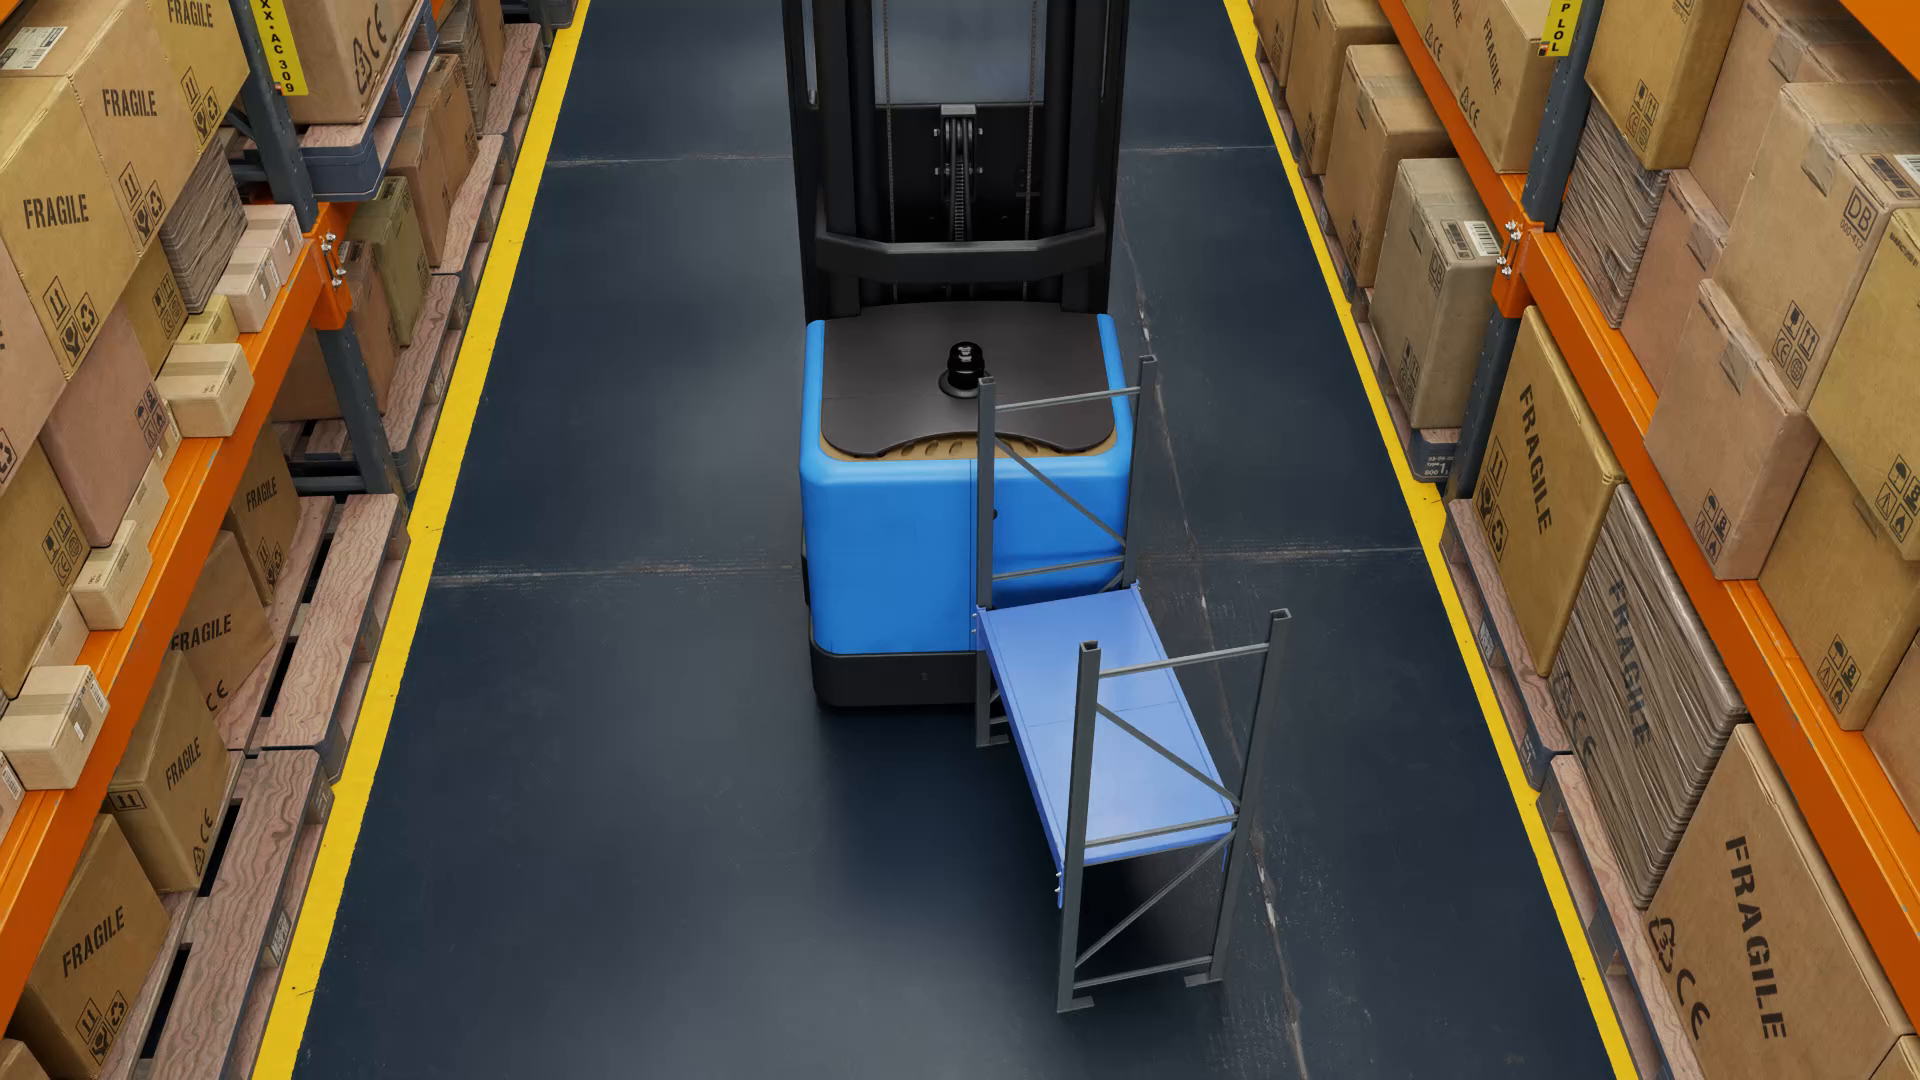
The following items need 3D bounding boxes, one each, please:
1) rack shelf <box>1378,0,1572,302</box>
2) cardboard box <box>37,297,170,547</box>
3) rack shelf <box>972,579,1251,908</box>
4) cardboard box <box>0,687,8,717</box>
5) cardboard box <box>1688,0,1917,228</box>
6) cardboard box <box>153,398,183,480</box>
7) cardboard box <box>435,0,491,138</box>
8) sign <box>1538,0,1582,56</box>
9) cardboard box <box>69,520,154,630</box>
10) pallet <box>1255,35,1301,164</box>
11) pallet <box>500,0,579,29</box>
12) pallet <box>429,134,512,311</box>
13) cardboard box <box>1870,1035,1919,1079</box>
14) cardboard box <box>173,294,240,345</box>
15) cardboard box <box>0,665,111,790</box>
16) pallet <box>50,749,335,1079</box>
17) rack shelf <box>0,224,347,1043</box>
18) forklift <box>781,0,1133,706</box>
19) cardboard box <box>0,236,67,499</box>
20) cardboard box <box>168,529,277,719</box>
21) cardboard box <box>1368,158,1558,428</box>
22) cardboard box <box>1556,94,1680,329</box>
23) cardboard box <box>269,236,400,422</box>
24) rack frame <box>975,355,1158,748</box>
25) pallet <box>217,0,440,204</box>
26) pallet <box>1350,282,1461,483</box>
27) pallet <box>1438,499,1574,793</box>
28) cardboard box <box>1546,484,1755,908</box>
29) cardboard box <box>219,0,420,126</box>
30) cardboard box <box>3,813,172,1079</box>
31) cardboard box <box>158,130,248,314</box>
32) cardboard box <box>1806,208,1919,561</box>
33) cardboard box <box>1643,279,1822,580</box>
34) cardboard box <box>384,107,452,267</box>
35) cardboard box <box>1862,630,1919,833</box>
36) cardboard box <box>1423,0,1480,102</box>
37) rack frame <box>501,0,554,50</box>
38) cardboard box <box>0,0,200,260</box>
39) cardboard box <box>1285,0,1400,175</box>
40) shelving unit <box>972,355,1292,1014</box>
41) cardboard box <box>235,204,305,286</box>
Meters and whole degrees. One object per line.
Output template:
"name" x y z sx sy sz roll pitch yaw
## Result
"rack shelf" 2.274 -2.312 7.084 1.077 0.370 4.000 -2 43 -2
"cardboard box" -2.535 -0.320 4.085 0.875 0.500 0.500 -2 43 -2
"rack shelf" 0.407 0.556 4.800 0.538 0.185 1.000 -9 43 -9
"cardboard box" -2.546 0.356 3.347 0.875 0.500 0.500 -2 43 -2
"cardboard box" 2.480 -1.062 4.279 0.875 0.550 0.550 -2 43 -2
"cardboard box" -2.345 -0.246 4.484 0.380 0.149 0.250 -2 43 -2
"cardboard box" -2.686 -2.268 8.029 0.700 0.500 0.500 -5 43 -5
"sign" 1.817 -1.602 4.980 0.100 0.325 0.005 -2 43 -2
"cardboard box" -2.249 0.090 4.118 0.380 0.149 0.250 -2 43 -2
"pallet" 2.147 -2.365 8.674 1.003 0.211 1.213 -2 43 -2
"pallet" -2.729 -3.359 9.759 1.003 0.211 1.213 -2 43 -2
"pallet" -2.690 -1.476 7.704 1.003 0.211 1.213 -2 43 -2
"cardboard box" 2.434 1.646 3.496 0.875 0.875 0.875 -1 43 -2
"cardboard box" -2.346 -0.584 4.853 0.380 0.149 0.250 -2 43 -2
"cardboard box" -2.172 0.426 3.752 0.380 0.149 0.250 -2 43 -2
"pallet" -2.482 1.153 4.835 1.003 0.211 1.213 -2 43 -2
"rack shelf" -2.516 0.463 4.058 1.077 0.370 4.000 -2 43 -2
"forklift" -0.024 -1.506 5.724 1.130 2.935 3.031 -1 43 -2
"cardboard box" -2.246 -0.359 3.388 0.500 0.500 0.500 -2 43 -2
"cardboard box" -2.592 0.272 5.273 0.500 0.500 0.500 11 44 12
"cardboard box" 2.243 -0.969 6.441 1.050 0.750 0.750 -2 43 -2
"cardboard box" 2.387 -1.033 5.046 0.875 0.550 0.550 -2 43 -2
"cardboard box" -2.605 -0.808 6.436 0.700 0.500 0.500 -5 43 -5
"rack frame" 0.296 0.088 5.044 0.500 1.500 0.032 -9 43 -9
"pallet" -2.488 -1.602 5.920 1.003 0.211 1.213 -2 43 -2
"pallet" 2.251 -0.717 6.877 1.003 0.211 1.213 -2 43 -2
"pallet" 2.313 0.317 5.748 1.003 0.211 1.213 -2 43 -2
"cardboard box" 2.358 0.437 4.815 0.875 0.875 0.875 -1 43 -1
"cardboard box" -2.495 -2.069 5.532 1.000 1.000 1.000 -1 43 -2
"cardboard box" -2.508 1.067 4.406 0.500 0.500 0.500 2 43 2
"cardboard box" -2.643 -0.994 4.820 0.875 0.500 0.500 -2 43 -2
"cardboard box" 2.396 -0.336 3.486 0.875 0.550 0.500 -2 43 -2
"cardboard box" 2.338 -0.295 4.241 0.875 0.550 0.550 -2 43 -2
"cardboard box" -2.631 -1.509 7.200 0.700 0.500 0.500 -5 43 -5
"cardboard box" 2.524 0.417 3.464 0.875 0.550 0.550 -2 43 -2
"cardboard box" 2.048 -1.949 6.083 0.500 0.500 0.500 -2 43 -2
"rack frame" -2.771 -3.853 8.234 1.000 3.000 0.127 -2 43 -2
"cardboard box" -2.284 -1.034 4.124 0.500 0.500 0.500 -2 43 -2
"cardboard box" 2.166 -2.249 7.838 1.050 0.750 0.750 -1 43 -1
"shelving unit" 0.407 0.423 4.679 0.538 1.500 1.048 -9 43 -9
"cardboard box" -2.298 -0.923 5.223 0.380 0.149 0.250 -2 43 -2
